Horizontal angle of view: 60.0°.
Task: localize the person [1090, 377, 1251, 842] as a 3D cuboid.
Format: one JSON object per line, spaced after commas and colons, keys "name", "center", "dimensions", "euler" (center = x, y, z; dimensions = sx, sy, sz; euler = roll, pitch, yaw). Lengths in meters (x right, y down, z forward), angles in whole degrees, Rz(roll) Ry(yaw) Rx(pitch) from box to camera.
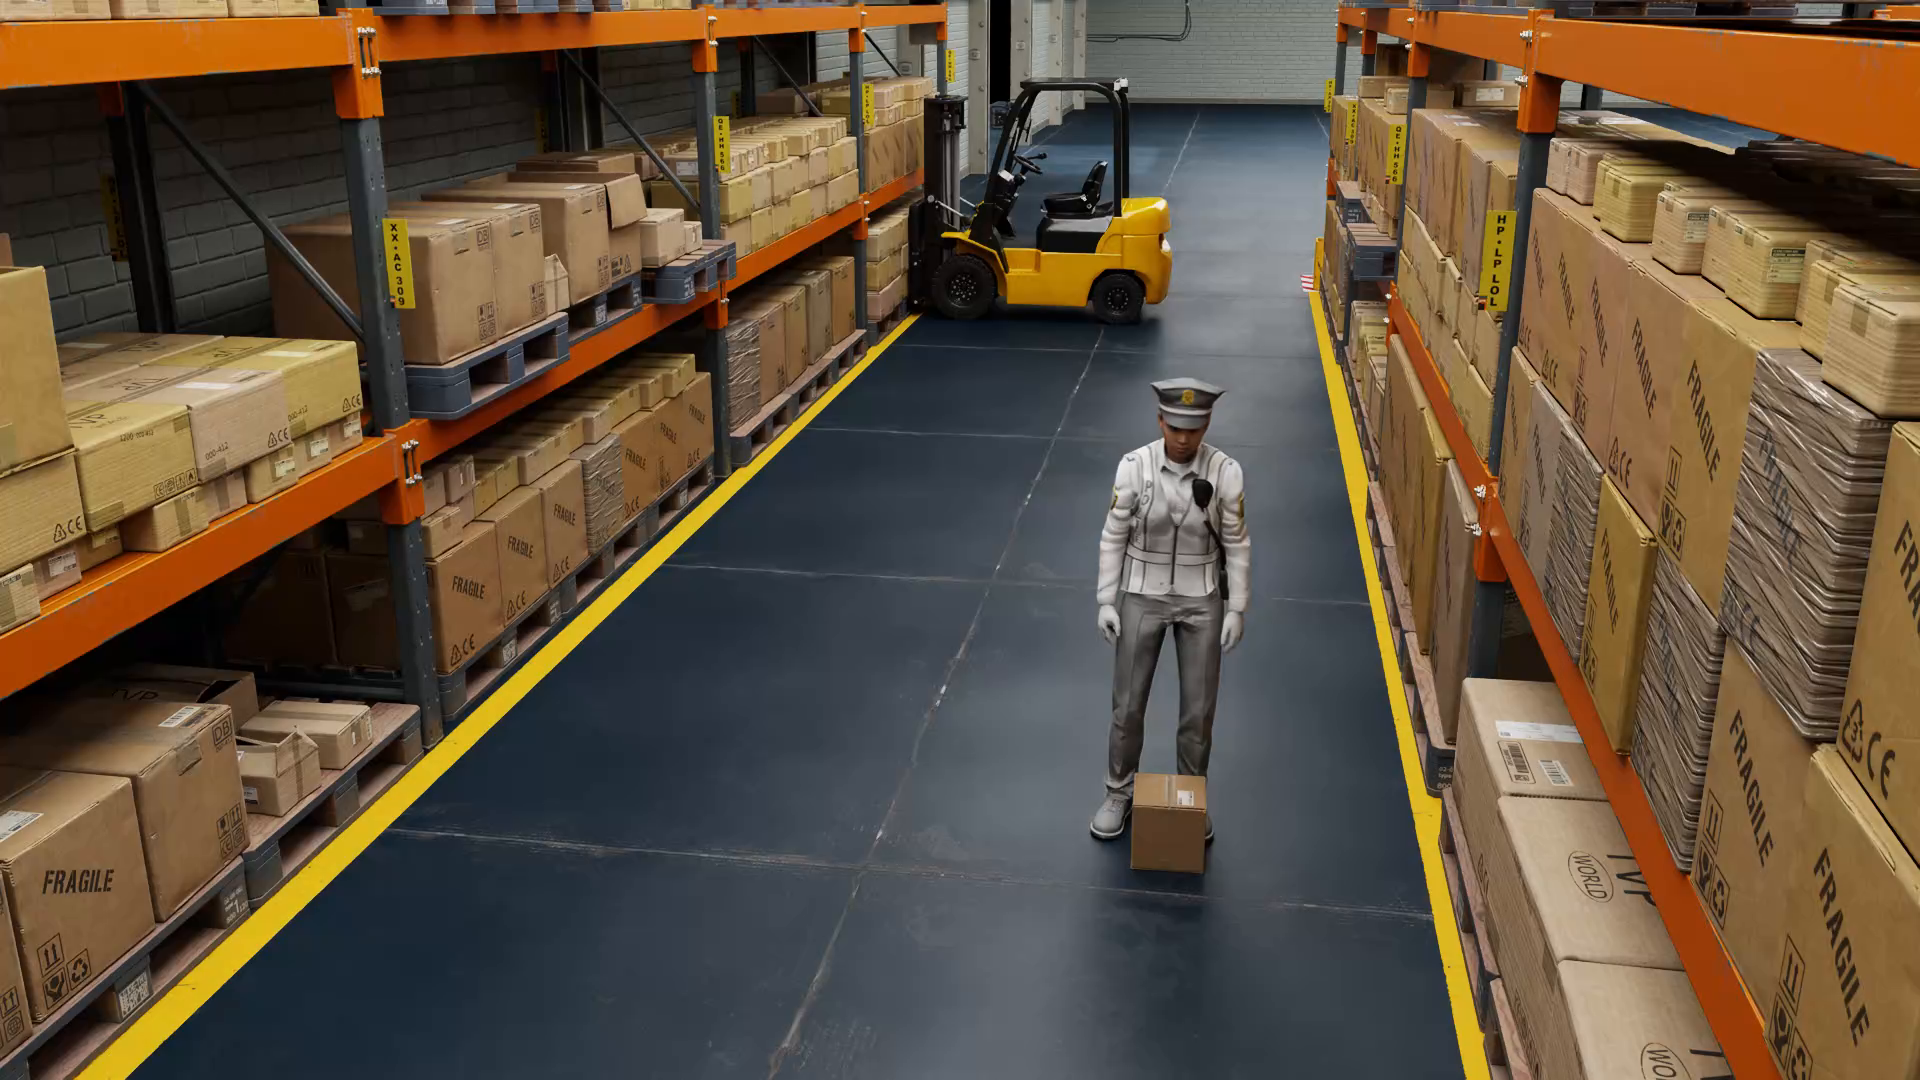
{"name": "person", "center": [0.742, 0.241, 5.808], "dimensions": [0.529, 1.664, 0.374], "euler": [3, 18, 8]}
